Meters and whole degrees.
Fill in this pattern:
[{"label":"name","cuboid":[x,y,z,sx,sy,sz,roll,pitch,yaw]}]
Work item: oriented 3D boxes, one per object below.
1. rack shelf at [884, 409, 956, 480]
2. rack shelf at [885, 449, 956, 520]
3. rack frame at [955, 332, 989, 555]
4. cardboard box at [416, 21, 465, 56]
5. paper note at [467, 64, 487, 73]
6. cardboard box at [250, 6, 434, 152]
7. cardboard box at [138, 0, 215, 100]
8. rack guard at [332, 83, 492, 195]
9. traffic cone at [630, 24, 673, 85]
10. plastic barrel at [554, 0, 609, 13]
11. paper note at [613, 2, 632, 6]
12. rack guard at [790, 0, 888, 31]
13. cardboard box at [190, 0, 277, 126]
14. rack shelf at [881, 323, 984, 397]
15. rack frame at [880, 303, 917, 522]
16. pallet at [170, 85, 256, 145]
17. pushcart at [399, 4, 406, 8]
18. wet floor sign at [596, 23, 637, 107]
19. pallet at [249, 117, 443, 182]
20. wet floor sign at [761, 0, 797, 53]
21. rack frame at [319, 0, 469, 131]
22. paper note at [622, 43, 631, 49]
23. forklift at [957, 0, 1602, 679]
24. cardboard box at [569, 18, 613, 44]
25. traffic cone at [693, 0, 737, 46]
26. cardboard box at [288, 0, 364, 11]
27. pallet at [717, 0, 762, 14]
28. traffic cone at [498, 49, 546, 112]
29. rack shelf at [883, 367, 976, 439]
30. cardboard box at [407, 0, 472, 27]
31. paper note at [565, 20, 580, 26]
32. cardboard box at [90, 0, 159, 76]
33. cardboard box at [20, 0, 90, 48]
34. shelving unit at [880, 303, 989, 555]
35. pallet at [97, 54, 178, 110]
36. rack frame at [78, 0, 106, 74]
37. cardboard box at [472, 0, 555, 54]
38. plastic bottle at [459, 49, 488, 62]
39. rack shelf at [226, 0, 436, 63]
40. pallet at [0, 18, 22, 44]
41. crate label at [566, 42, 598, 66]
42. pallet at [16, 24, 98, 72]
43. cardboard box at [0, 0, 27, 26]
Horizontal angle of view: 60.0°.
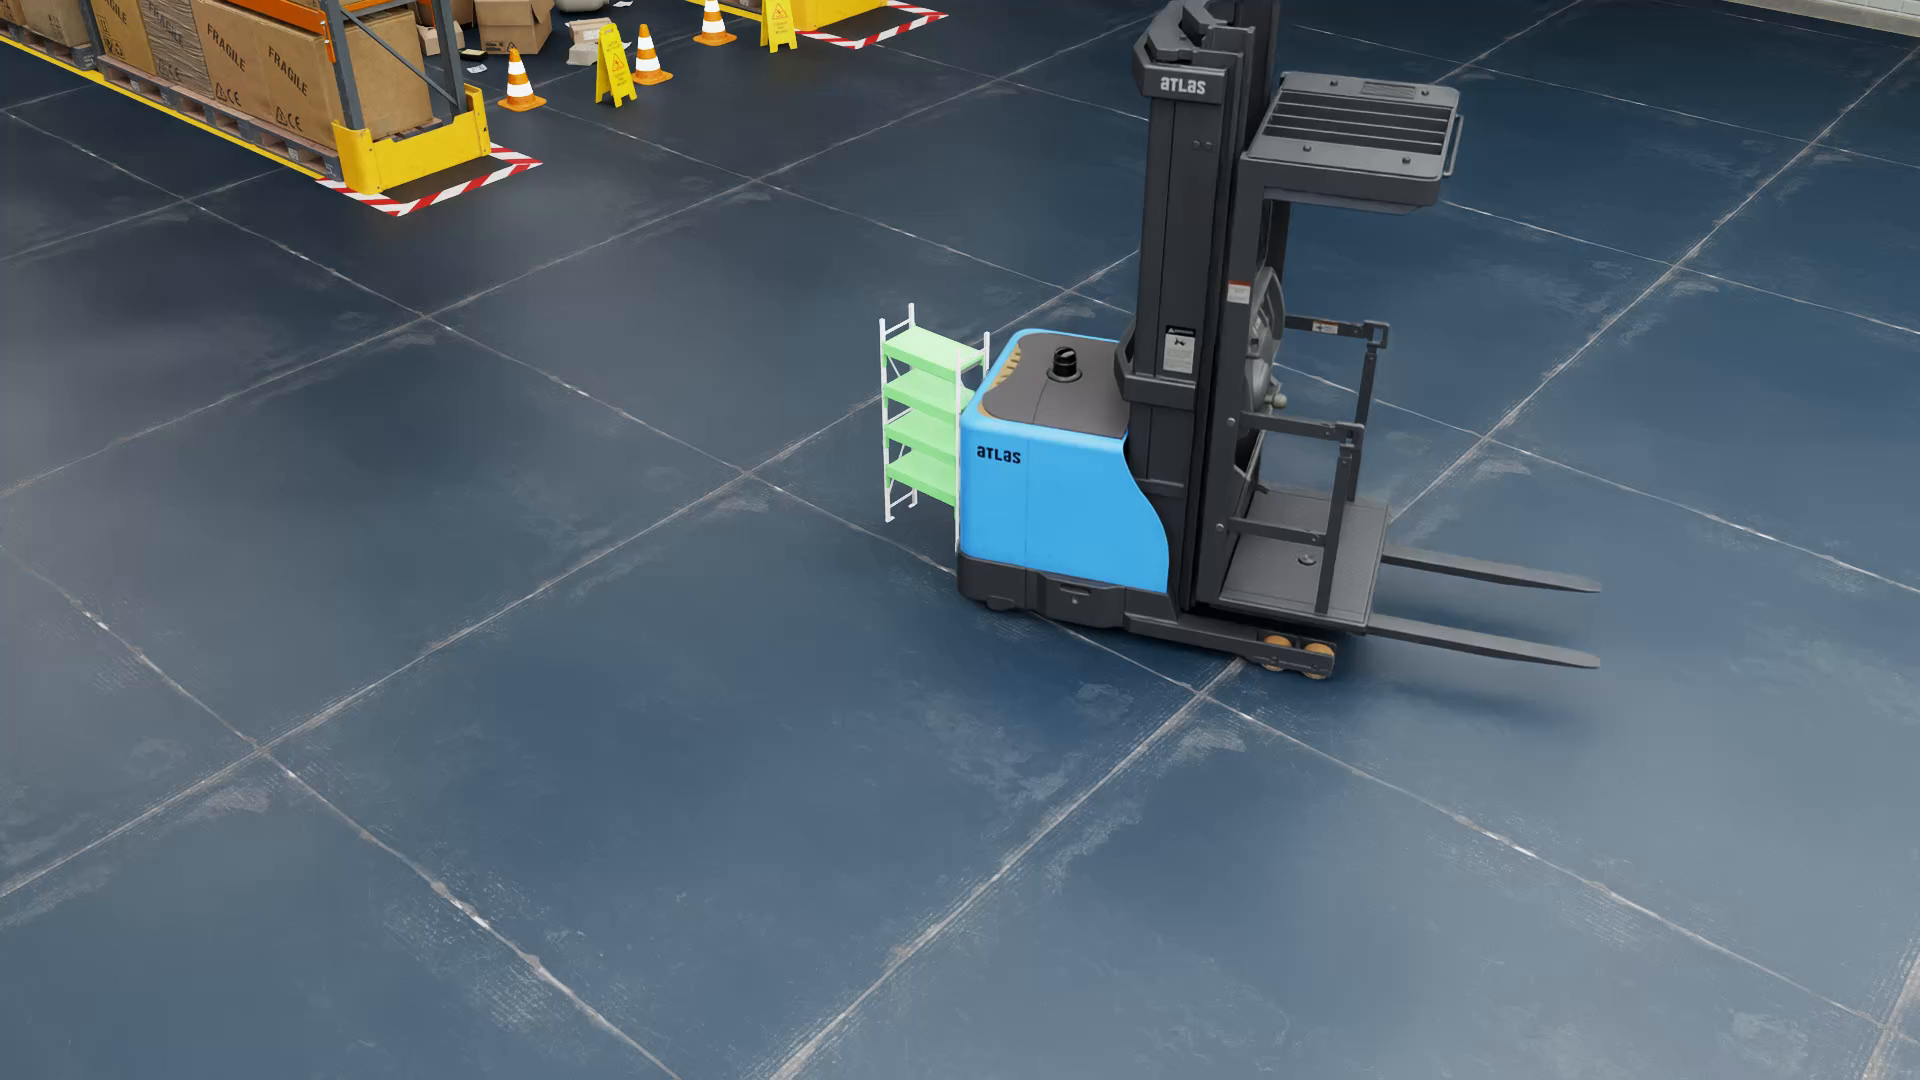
[{"label":"rack shelf","cuboid":[-0.127,-0.502,8.534,0.480,0.148,0.258,25,42,32]},{"label":"rack shelf","cuboid":[-0.127,-0.304,8.670,0.480,0.148,0.258,25,42,32]},{"label":"rack frame","cuboid":[0.060,-0.466,8.369,0.015,1.200,0.240,25,42,32]},{"label":"cardboard box","cuboid":[-4.804,-4.646,15.281,0.396,0.266,0.258,-26,42,-32]},{"label":"paper note","cuboid":[-4.316,-4.213,14.859,0.144,0.017,0.142,-18,38,-25]},{"label":"cardboard box","cuboid":[-4.793,-3.660,12.936,0.875,0.875,0.875,26,42,32]},{"label":"cardboard box","cuboid":[-6.170,-4.309,13.880,0.875,0.875,0.875,26,42,32]},{"label":"rack guard","cuboid":[-4.211,-3.107,12.832,0.348,0.500,1.175,25,42,32]},{"label":"traffic cone","cuboid":[-2.745,-4.279,14.572,0.334,0.463,0.336,25,42,32]},{"label":"plastic barrel","cuboid":[-3.696,-5.364,16.186,0.512,0.421,0.421,-6,35,-8]},{"label":"paper note","cuboid":[-3.334,-5.311,16.456,0.148,0.019,0.142,12,36,16]},{"label":"rack guard","cuboid":[-1.198,-5.333,16.074,0.348,0.500,1.175,25,42,32]},{"label":"cardboard box","cuboid":[-5.470,-3.978,13.398,0.875,0.875,0.875,25,41,31]},{"label":"rack shelf","cuboid":[-0.127,-0.898,8.262,0.480,0.148,0.258,25,42,32]},{"label":"rack frame","cuboid":[-0.315,-0.643,8.626,0.015,1.200,0.240,25,42,32]},{"label":"pallet","cuboid":[-5.827,-3.694,13.942,1.213,0.211,1.003,25,42,32]},{"label":"pushcart","cuboid":[-5.634,-5.694,16.708,0.936,0.377,1.648,12,36,16]},{"label":"wet floor sign","cuboid":[-2.940,-4.026,14.043,0.232,0.644,0.267,18,38,24]},{"label":"pallet","cuboid":[-4.894,-3.252,13.299,1.213,0.211,1.003,25,42,32]},{"label":"wet floor sign","cuboid":[-1.679,-4.831,15.215,0.267,0.644,0.232,-18,38,-25]},{"label":"rack frame","cuboid":[-4.229,-4.146,12.137,0.127,3.000,1.000,25,42,32]},{"label":"paper note","cuboid":[-3.140,-4.589,15.405,0.142,0.019,0.148,12,36,16]},{"label":"forklift","cuboid":[1.561,-0.895,7.464,3.031,2.935,1.130,10,36,15]},{"label":"cardboard box","cuboid":[-3.439,-4.757,15.545,0.380,0.149,0.250,-12,36,-17]},{"label":"traffic cone","cuboid":[-2.296,-4.885,15.454,0.334,0.463,0.336,25,42,32]},{"label":"cardboard box","cuboid":[-4.544,-4.322,12.262,0.550,0.550,0.875,25,42,32]},{"label":"pallet","cuboid":[-1.800,-5.524,16.607,1.213,0.211,1.003,25,42,32]},{"label":"traffic cone","cuboid":[-3.729,-3.910,14.035,0.334,0.463,0.336,25,42,32]},{"label":"rack shelf","cuboid":[-0.127,-0.700,8.398,0.480,0.148,0.258,25,42,32]},{"label":"cardboard box","cuboid":[-4.834,-5.233,15.805,0.503,0.637,0.797,25,42,32]},{"label":"paper note","cuboid":[-3.697,-4.957,15.951,0.148,0.019,0.142,-18,38,-25]},{"label":"cardboard box","cuboid":[-6.865,-4.634,14.354,0.875,0.875,0.875,26,42,32]},{"label":"cardboard box","cuboid":[-7.838,-5.026,15.035,0.750,0.750,1.050,25,42,32]},{"label":"shelving unit","cuboid":[-0.127,-0.555,8.498,0.503,1.200,0.258,25,42,32]},{"label":"pallet","cuboid":[-6.769,-4.136,14.586,1.213,0.211,1.003,25,42,32]},{"label":"rack frame","cuboid":[-7.303,-5.595,14.247,0.127,3.000,1.000,25,42,32]},{"label":"cardboard box","cuboid":[-4.110,-4.842,15.356,0.637,0.503,0.797,0,34,0]},{"label":"plastic bottle","cuboid":[-4.448,-4.409,15.116,0.283,0.061,0.133,12,36,16]},{"label":"rack shelf","cuboid":[-5.766,-4.574,13.396,4.000,0.370,1.077,25,42,32]},{"label":"pallet","cuboid":[-8.887,-5.134,16.039,1.213,0.211,1.003,25,42,32]},{"label":"crate label","cuboid":[-3.389,-4.402,15.039,0.298,0.136,0.250,6,35,8]},{"label":"pallet","cuboid":[-7.945,-4.692,15.396,1.213,0.211,1.003,25,42,32]},{"label":"cardboard box","cuboid":[-8.577,-5.377,15.547,0.750,0.750,1.050,25,42,32]}]
